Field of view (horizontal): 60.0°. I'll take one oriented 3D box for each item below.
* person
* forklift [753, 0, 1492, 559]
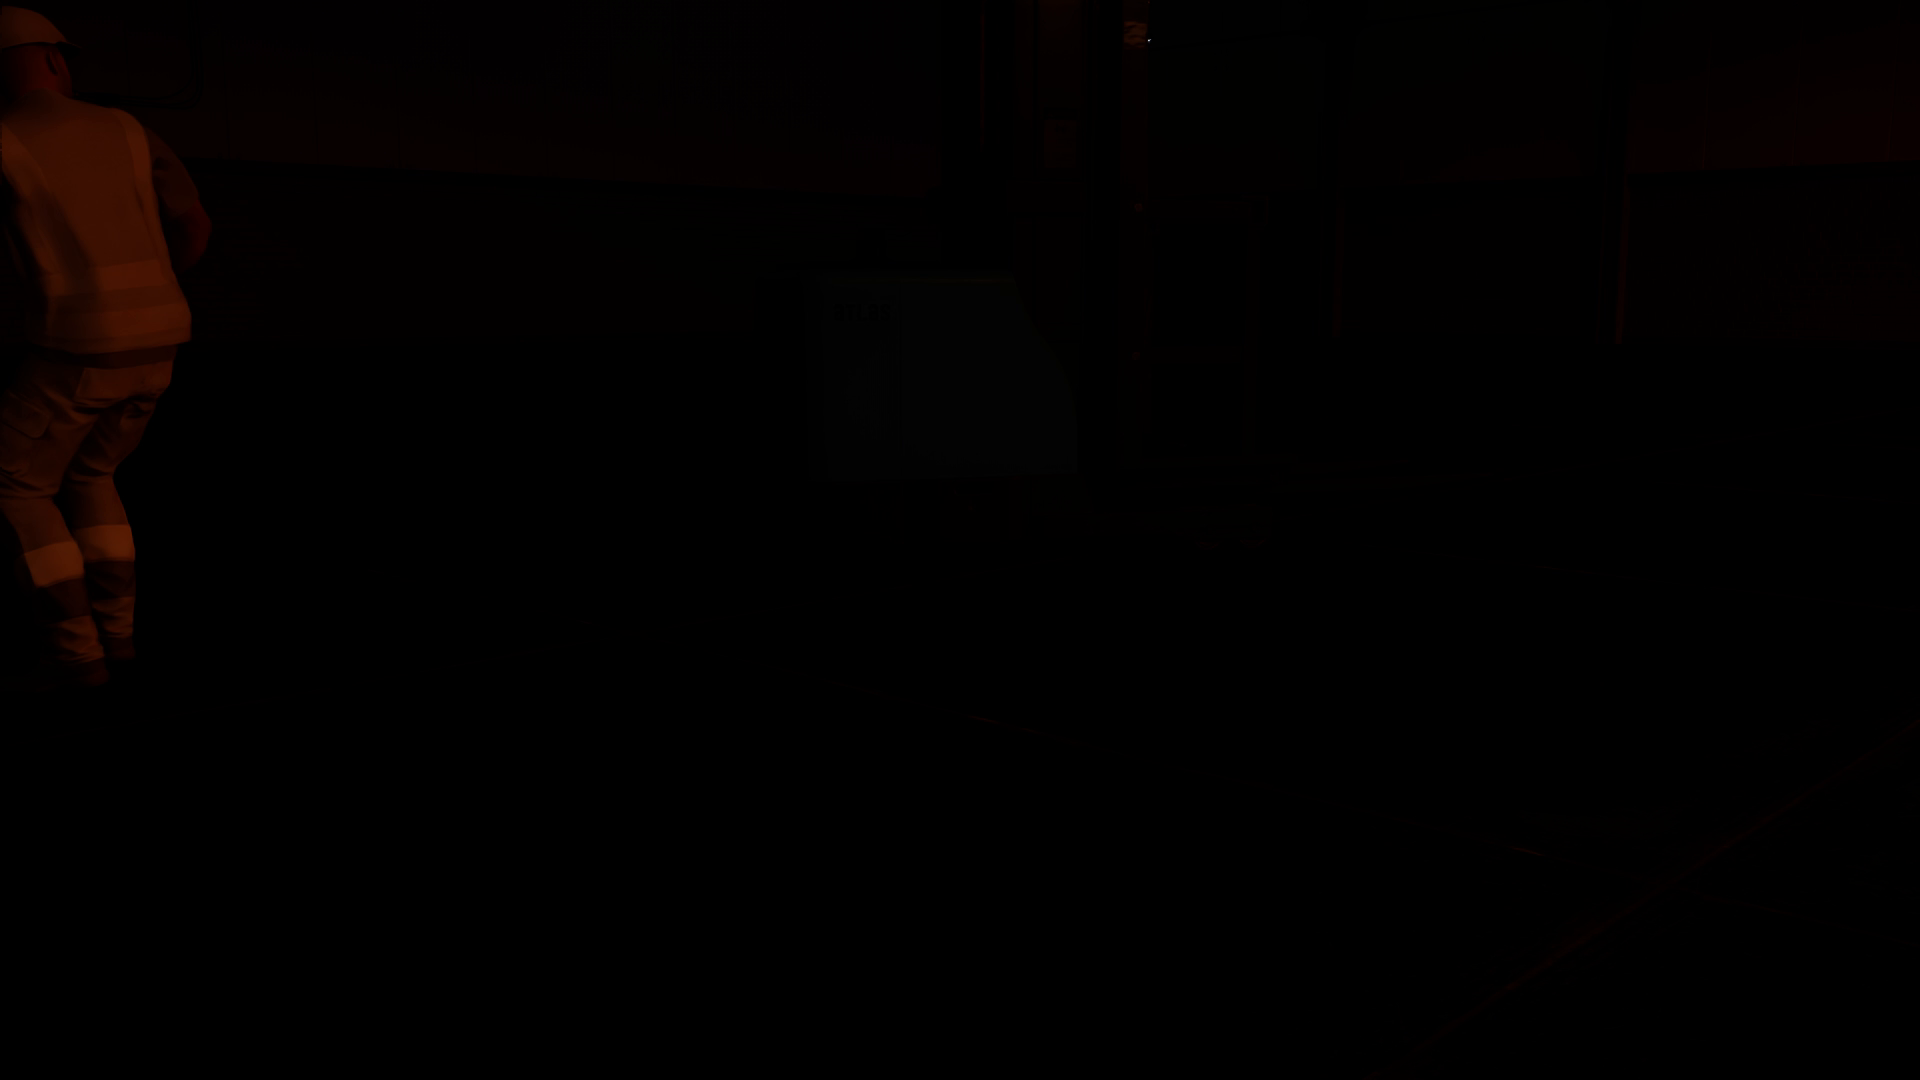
[{"bbox_3d":[-2.358,-0.482,4.298,0.642,1.732,0.778,4,9,24],"label":"person"},{"bbox_3d":[0.719,-1.486,6.740,3.031,2.935,1.130,-3,9,-17],"label":"forklift"}]
